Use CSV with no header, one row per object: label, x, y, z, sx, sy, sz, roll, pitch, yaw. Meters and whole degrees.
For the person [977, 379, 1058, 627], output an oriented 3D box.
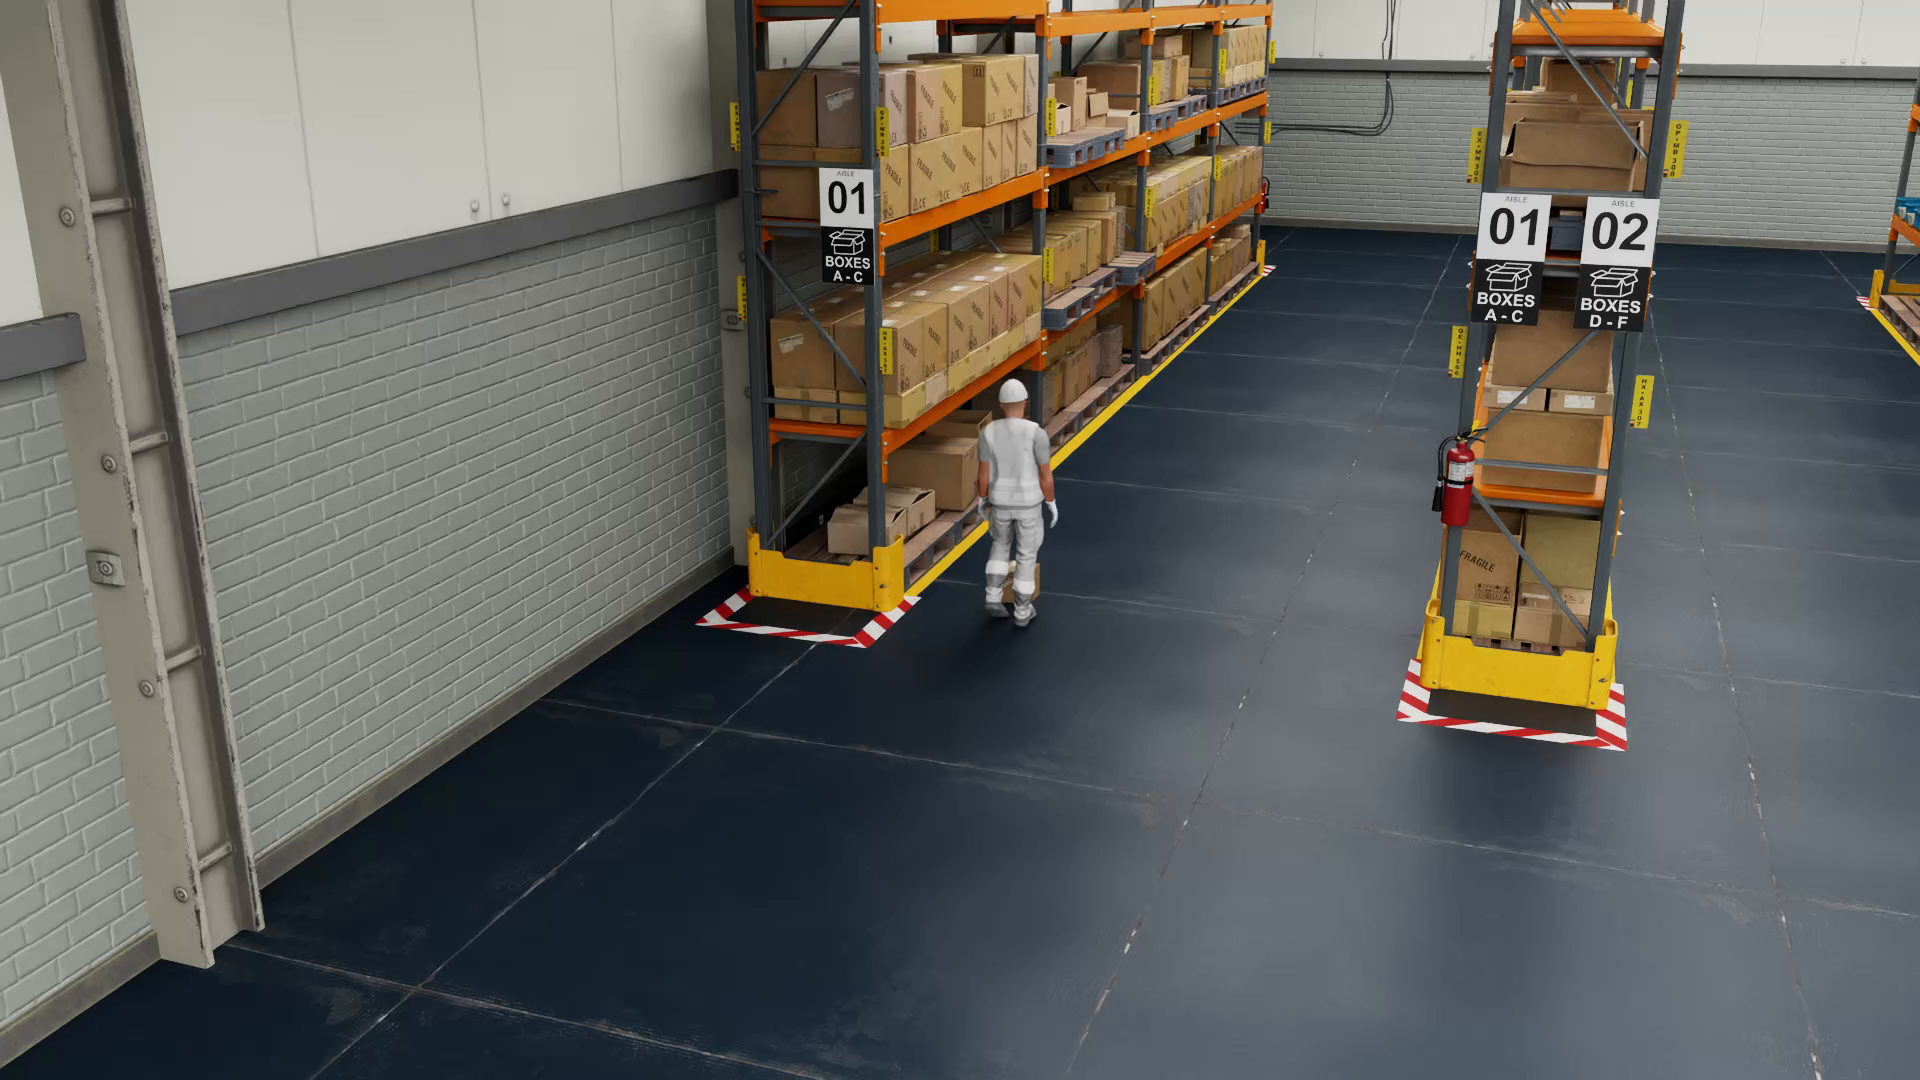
person,0.422,-0.254,11.809,0.587,1.823,0.421,6,19,17
